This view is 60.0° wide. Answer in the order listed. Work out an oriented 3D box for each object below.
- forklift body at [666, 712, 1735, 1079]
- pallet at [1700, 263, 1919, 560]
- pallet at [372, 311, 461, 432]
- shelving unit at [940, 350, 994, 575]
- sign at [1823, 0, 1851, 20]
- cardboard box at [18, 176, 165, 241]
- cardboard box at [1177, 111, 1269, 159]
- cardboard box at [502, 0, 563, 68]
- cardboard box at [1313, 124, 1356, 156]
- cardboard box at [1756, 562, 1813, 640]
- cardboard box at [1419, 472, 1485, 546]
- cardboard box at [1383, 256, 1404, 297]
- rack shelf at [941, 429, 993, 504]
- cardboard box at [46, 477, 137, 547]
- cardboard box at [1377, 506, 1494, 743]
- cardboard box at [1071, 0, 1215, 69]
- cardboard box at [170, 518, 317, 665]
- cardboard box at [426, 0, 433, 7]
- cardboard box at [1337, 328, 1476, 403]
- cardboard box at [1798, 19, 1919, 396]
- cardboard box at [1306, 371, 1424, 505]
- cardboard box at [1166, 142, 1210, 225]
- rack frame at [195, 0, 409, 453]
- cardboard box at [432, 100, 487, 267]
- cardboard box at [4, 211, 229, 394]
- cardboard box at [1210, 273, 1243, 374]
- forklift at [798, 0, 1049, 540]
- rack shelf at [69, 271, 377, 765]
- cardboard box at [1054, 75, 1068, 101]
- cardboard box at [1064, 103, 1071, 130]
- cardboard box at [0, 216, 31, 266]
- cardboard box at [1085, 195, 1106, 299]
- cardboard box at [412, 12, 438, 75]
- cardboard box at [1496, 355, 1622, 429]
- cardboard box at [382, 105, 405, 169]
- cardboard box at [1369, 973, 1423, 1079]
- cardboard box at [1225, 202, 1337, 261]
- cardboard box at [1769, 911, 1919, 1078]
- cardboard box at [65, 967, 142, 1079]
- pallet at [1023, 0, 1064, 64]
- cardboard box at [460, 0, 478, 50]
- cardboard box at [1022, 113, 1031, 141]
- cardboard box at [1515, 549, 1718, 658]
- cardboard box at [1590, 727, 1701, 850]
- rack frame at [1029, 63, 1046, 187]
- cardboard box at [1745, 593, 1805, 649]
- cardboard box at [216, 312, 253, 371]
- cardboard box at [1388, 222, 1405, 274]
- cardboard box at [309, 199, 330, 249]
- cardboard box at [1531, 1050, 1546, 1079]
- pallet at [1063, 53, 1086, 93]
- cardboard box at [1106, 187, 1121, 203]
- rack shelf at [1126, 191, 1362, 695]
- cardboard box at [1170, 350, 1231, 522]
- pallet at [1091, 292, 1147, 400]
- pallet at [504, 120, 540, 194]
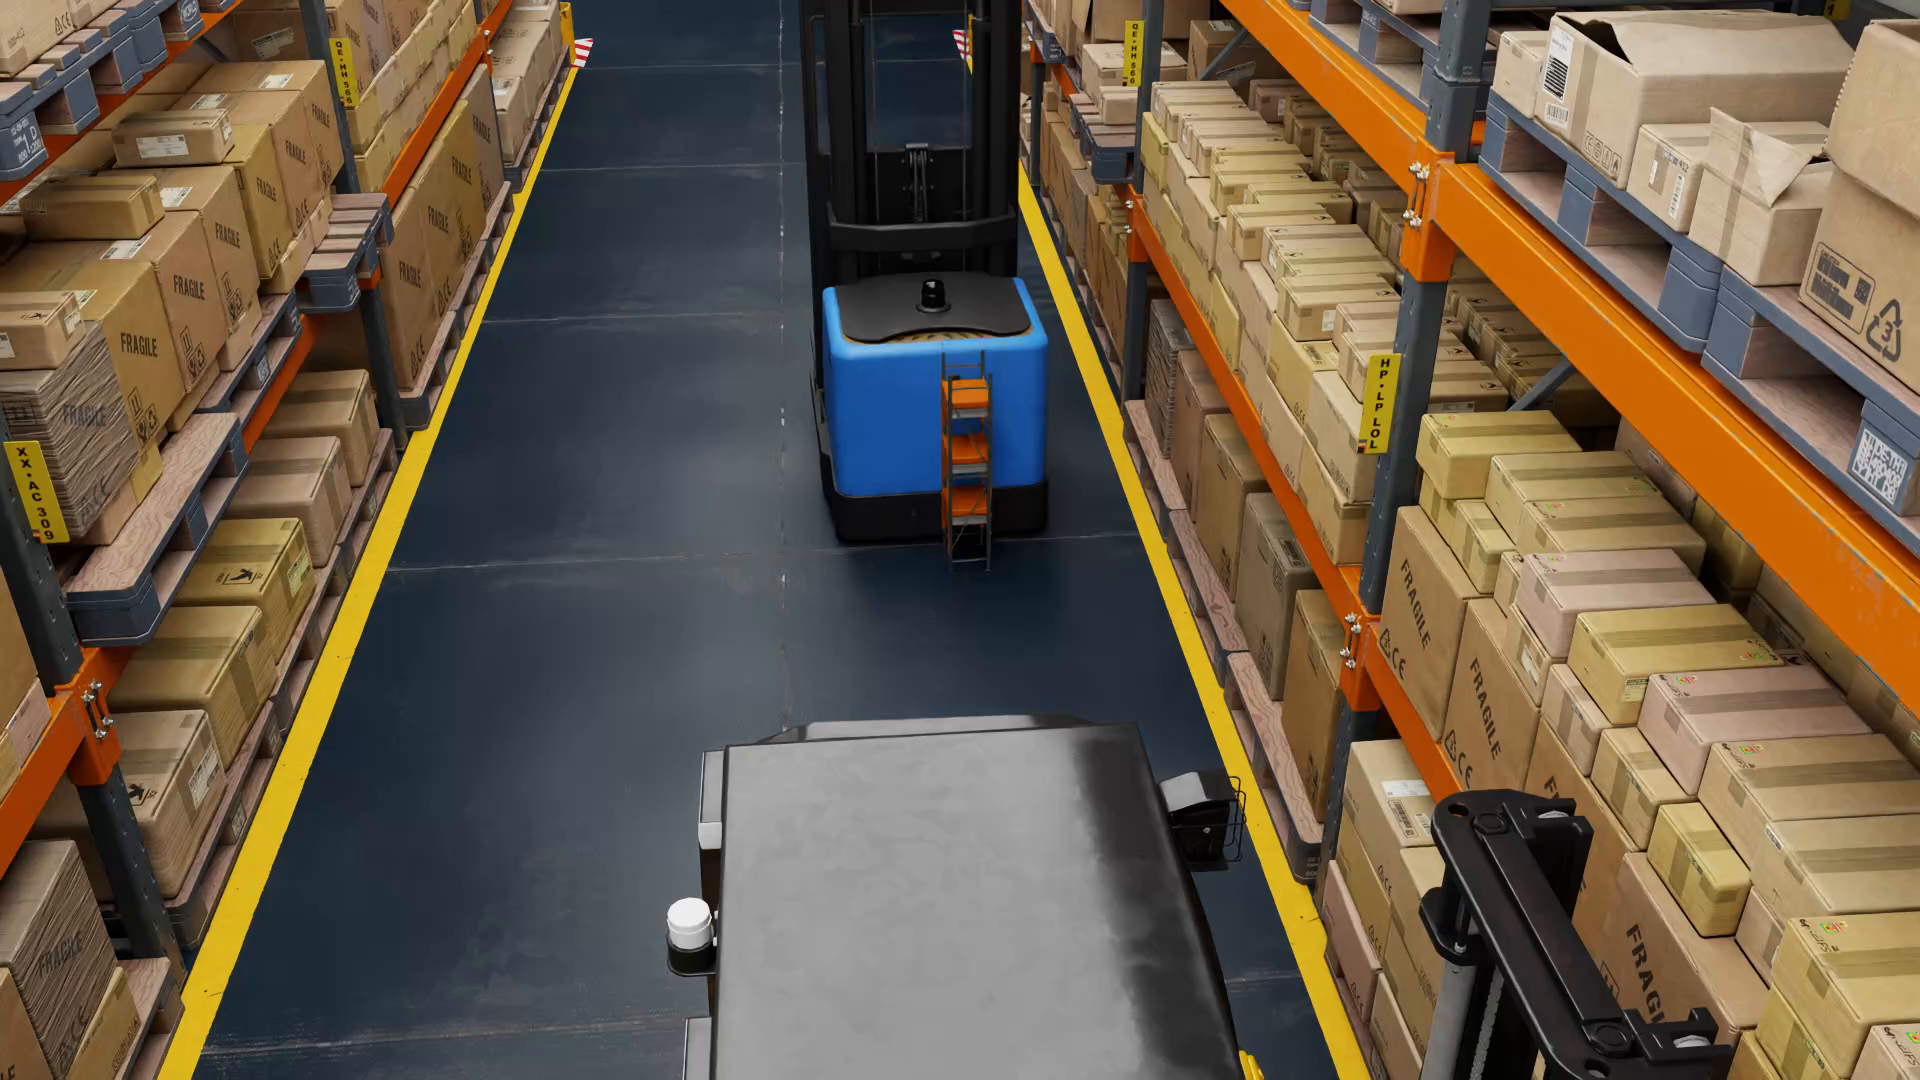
[{"bbox_3d":[0.168,1.555,3.550,2.313,2.155,1.214,-3,31,-5],"label":"forklift body"},{"bbox_3d":[2.004,-0.165,2.763,1.003,0.211,1.213,-3,31,-5],"label":"pallet"},{"bbox_3d":[-3.526,-0.983,9.689,1.003,0.211,1.213,-3,31,-5],"label":"pallet"},{"bbox_3d":[0.030,-0.355,7.821,0.215,1.050,0.252,-4,31,-6],"label":"shelving unit"},{"bbox_3d":[2.341,-1.542,4.400,0.100,0.325,0.005,-3,31,-5],"label":"sign"},{"bbox_3d":[-3.049,-1.168,5.850,0.380,0.149,0.250,-1,31,-2],"label":"cardboard box"},{"bbox_3d":[1.227,-1.892,7.762,0.380,0.149,0.250,-2,31,-3],"label":"cardboard box"},{"bbox_3d":[-4.113,-4.606,15.125,0.875,0.438,0.875,-4,31,-6],"label":"cardboard box"},{"bbox_3d":[1.838,-1.793,7.597,0.380,0.149,0.250,-3,31,-6],"label":"cardboard box"},{"bbox_3d":[2.225,0.118,4.108,0.380,0.149,0.250,-3,31,-6],"label":"cardboard box"},{"bbox_3d":[1.556,-0.117,4.791,0.380,0.149,0.250,-3,31,-5],"label":"cardboard box"},{"bbox_3d":[1.922,-0.912,6.511,0.500,0.250,0.500,-3,31,-6],"label":"cardboard box"},{"bbox_3d":[0.030,-0.346,7.826,0.215,0.259,0.240,-4,31,-6],"label":"rack shelf"},{"bbox_3d":[-2.891,-0.101,5.330,0.380,0.149,0.250,-2,31,-4],"label":"cardboard box"},{"bbox_3d":[1.570,0.225,4.851,0.500,0.500,0.500,-4,31,-6],"label":"cardboard box"},{"bbox_3d":[1.078,-3.062,9.942,0.797,0.503,0.637,-3,31,-6],"label":"cardboard box"},{"bbox_3d":[-3.342,0.227,7.098,0.950,0.372,0.625,-2,31,-3],"label":"cardboard box"},{"bbox_3d":[-3.526,-3.548,10.193,0.500,0.500,0.500,-2,31,-3],"label":"cardboard box"},{"bbox_3d":[1.493,-0.587,5.578,0.380,0.149,0.250,-3,31,-5],"label":"cardboard box"},{"bbox_3d":[1.865,-0.527,2.674,0.797,0.503,0.637,-2,31,-3],"label":"cardboard box"},{"bbox_3d":[1.488,-0.360,5.586,0.500,0.250,0.500,-3,31,-6],"label":"cardboard box"},{"bbox_3d":[1.258,-1.670,7.779,0.500,0.250,0.500,-2,31,-3],"label":"cardboard box"},{"bbox_3d":[-3.527,-1.774,8.294,1.000,3.000,0.127,-3,31,-5],"label":"rack frame"},{"bbox_3d":[-3.671,-2.310,10.855,0.875,0.875,0.875,-2,31,-3],"label":"cardboard box"},{"bbox_3d":[-2.992,-0.844,5.941,0.500,0.500,0.500,-3,31,-5],"label":"cardboard box"},{"bbox_3d":[1.356,-0.926,7.022,0.500,0.250,0.500,-2,31,-3],"label":"cardboard box"},{"bbox_3d":[-0.274,-1.994,8.731,1.130,2.935,3.031,-4,31,-6],"label":"forklift"},{"bbox_3d":[-3.340,-0.444,6.769,1.077,0.370,4.000,-3,31,-5],"label":"rack shelf"},{"bbox_3d":[0.881,-3.243,11.859,0.380,0.149,0.250,-4,31,-7],"label":"cardboard box"},{"bbox_3d":[0.948,-2.977,11.705,0.380,0.149,0.250,-4,31,-7],"label":"cardboard box"},{"bbox_3d":[-3.515,-0.824,5.907,0.500,0.500,0.500,-2,31,-3],"label":"cardboard box"},{"bbox_3d":[1.073,-1.849,10.449,0.500,0.500,0.500,-1,31,-2],"label":"cardboard box"},{"bbox_3d":[-3.444,-2.973,9.961,0.500,0.250,0.500,-2,31,-4],"label":"cardboard box"},{"bbox_3d":[1.969,-0.482,5.402,0.380,0.149,0.250,-3,31,-6],"label":"cardboard box"},{"bbox_3d":[-3.388,-2.232,9.209,0.500,0.250,0.500,-4,31,-6],"label":"cardboard box"},{"bbox_3d":[1.567,1.550,5.001,0.500,0.250,0.500,-3,31,-6],"label":"cardboard box"},{"bbox_3d":[1.284,-1.239,6.669,0.380,0.149,0.250,-4,31,-6],"label":"cardboard box"},{"bbox_3d":[1.700,0.802,2.961,0.380,0.149,0.250,-2,31,-4],"label":"cardboard box"},{"bbox_3d":[-2.831,1.558,4.989,0.500,0.250,0.500,-1,31,-2],"label":"cardboard box"},{"bbox_3d":[1.007,-3.560,11.472,1.003,0.211,1.213,-3,31,-5],"label":"pallet"},{"bbox_3d":[-3.608,-3.535,11.389,0.500,0.250,0.500,-3,31,-6],"label":"cardboard box"},{"bbox_3d":[0.696,-3.282,13.191,0.380,0.149,0.250,-4,31,-6],"label":"cardboard box"},{"bbox_3d":[1.591,0.152,4.050,0.380,0.149,0.250,-2,31,-3],"label":"cardboard box"},{"bbox_3d":[1.647,0.538,3.695,0.380,0.149,0.250,-4,31,-6],"label":"cardboard box"},{"bbox_3d":[1.041,-4.056,12.115,1.000,3.000,0.127,-3,31,-5],"label":"rack frame"},{"bbox_3d":[2.211,0.251,4.174,0.380,0.149,0.250,-3,31,-4],"label":"cardboard box"},{"bbox_3d":[-2.985,-0.768,6.446,0.380,0.149,0.250,-2,31,-3],"label":"cardboard box"},{"bbox_3d":[1.902,-1.136,6.496,0.380,0.149,0.250,-3,31,-5],"label":"cardboard box"},{"bbox_3d":[-3.097,-1.430,7.555,0.380,0.149,0.250,-3,31,-5],"label":"cardboard box"},{"bbox_3d":[1.617,1.377,4.317,0.500,0.250,0.500,-2,31,-3],"label":"cardboard box"},{"bbox_3d":[1.228,-2.924,10.407,1.003,0.211,1.213,-3,31,-5],"label":"pallet"},{"bbox_3d":[1.100,-2.050,10.153,0.380,0.149,0.250,-2,31,-3],"label":"cardboard box"},{"bbox_3d":[1.601,-0.683,7.171,1.077,0.370,4.000,-3,31,-5],"label":"rack shelf"},{"bbox_3d":[1.528,-0.522,8.105,0.875,0.625,0.625,-2,31,-3],"label":"cardboard box"},{"bbox_3d":[1.382,-1.199,10.052,1.003,0.211,1.213,-3,31,-5],"label":"pallet"},{"bbox_3d":[-3.894,-3.011,13.085,1.003,0.211,1.213,-3,31,-5],"label":"pallet"}]
